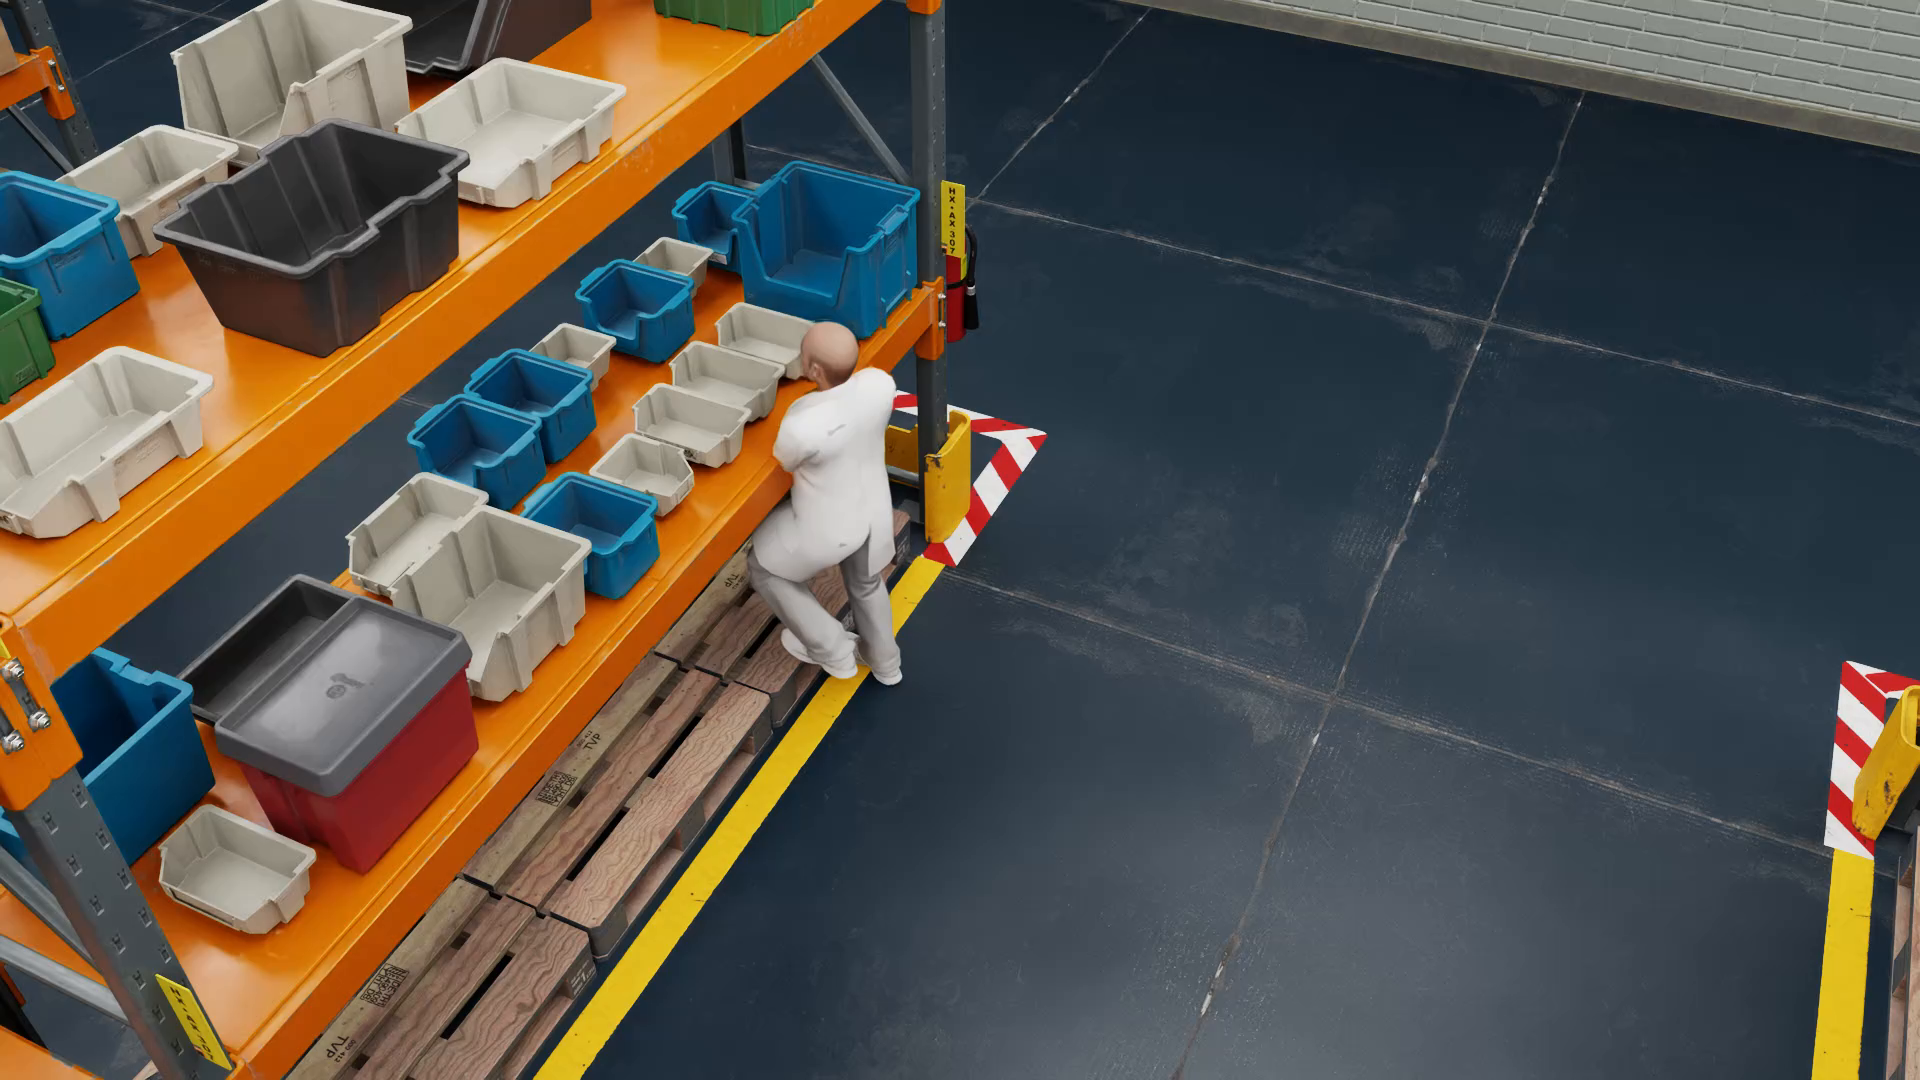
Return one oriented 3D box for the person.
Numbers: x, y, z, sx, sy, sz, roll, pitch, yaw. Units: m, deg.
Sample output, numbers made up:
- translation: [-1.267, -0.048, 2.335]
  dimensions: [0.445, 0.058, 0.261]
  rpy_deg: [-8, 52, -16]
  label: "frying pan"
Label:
- translation: [-0.532, -0.127, 6.317]
  dimensions: [0.557, 1.780, 0.515]
  rpy_deg: [31, 50, 30]
  label: "person"
